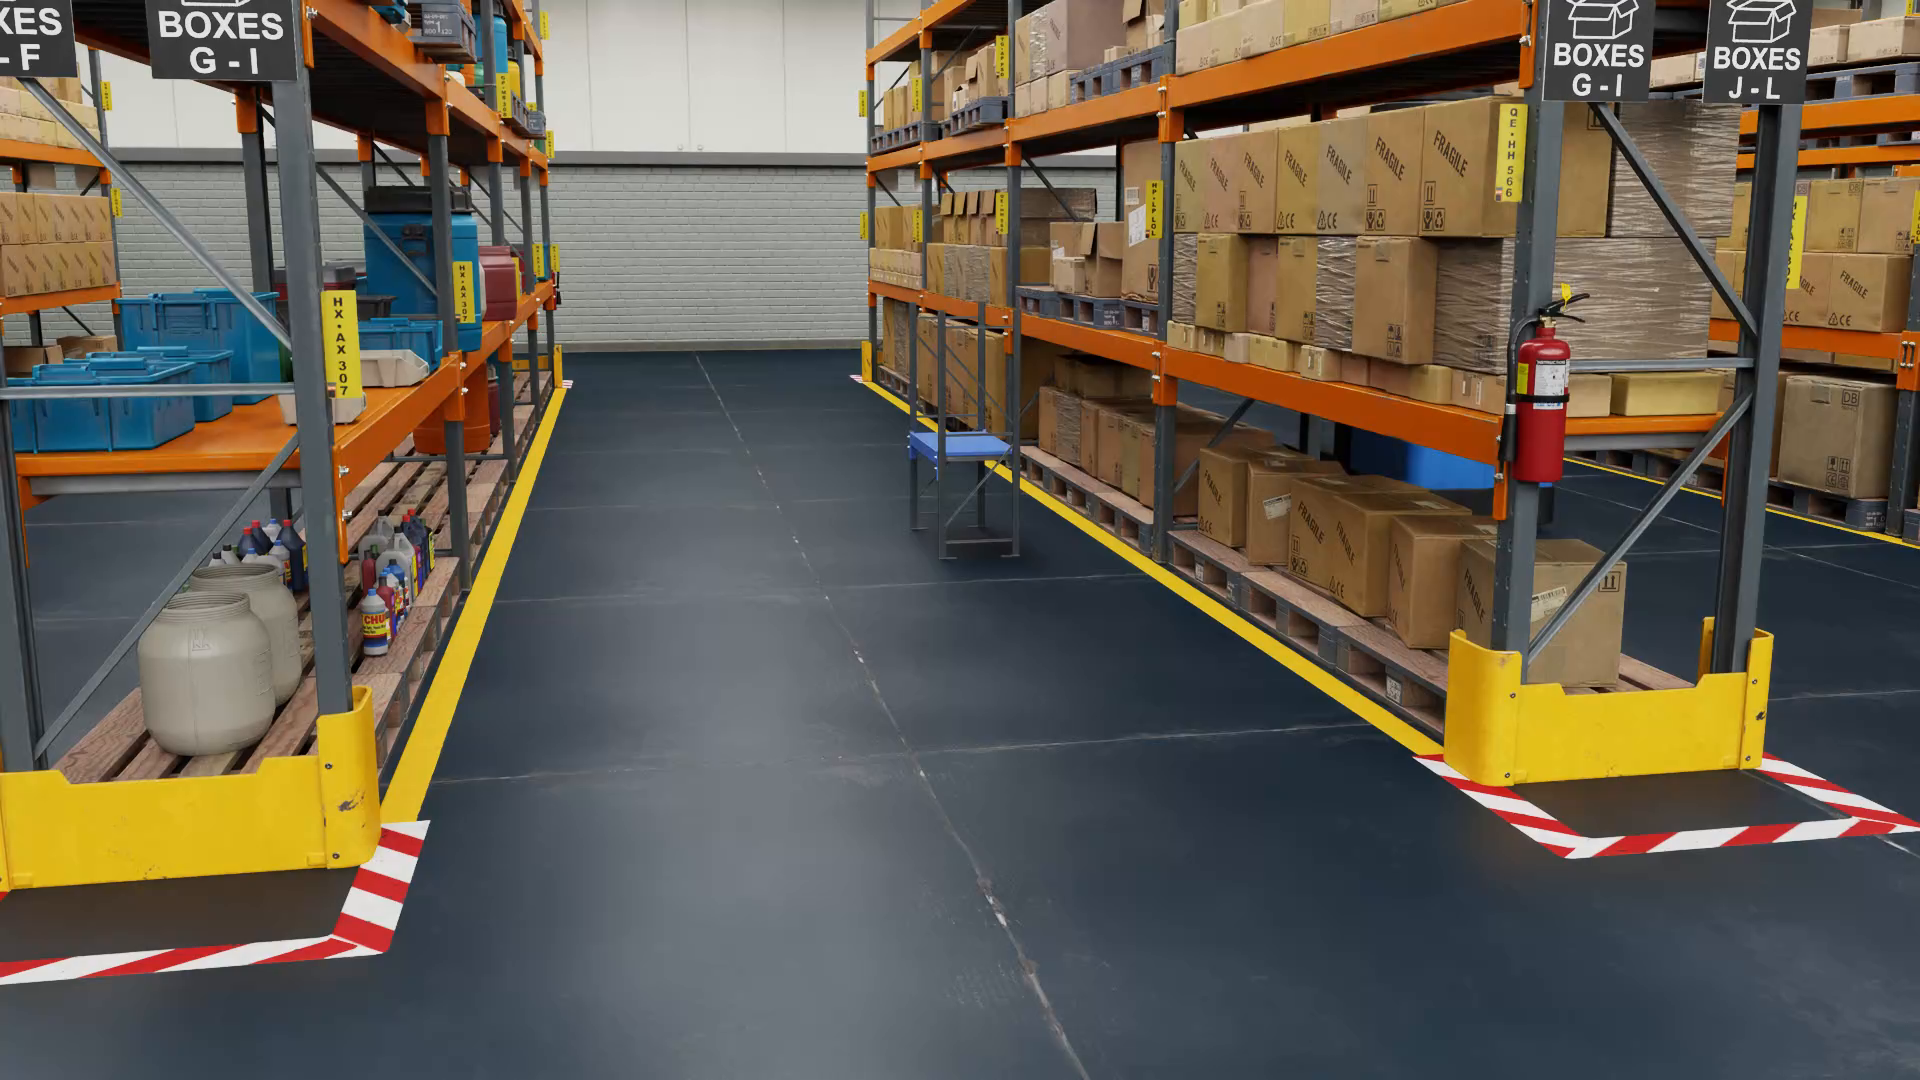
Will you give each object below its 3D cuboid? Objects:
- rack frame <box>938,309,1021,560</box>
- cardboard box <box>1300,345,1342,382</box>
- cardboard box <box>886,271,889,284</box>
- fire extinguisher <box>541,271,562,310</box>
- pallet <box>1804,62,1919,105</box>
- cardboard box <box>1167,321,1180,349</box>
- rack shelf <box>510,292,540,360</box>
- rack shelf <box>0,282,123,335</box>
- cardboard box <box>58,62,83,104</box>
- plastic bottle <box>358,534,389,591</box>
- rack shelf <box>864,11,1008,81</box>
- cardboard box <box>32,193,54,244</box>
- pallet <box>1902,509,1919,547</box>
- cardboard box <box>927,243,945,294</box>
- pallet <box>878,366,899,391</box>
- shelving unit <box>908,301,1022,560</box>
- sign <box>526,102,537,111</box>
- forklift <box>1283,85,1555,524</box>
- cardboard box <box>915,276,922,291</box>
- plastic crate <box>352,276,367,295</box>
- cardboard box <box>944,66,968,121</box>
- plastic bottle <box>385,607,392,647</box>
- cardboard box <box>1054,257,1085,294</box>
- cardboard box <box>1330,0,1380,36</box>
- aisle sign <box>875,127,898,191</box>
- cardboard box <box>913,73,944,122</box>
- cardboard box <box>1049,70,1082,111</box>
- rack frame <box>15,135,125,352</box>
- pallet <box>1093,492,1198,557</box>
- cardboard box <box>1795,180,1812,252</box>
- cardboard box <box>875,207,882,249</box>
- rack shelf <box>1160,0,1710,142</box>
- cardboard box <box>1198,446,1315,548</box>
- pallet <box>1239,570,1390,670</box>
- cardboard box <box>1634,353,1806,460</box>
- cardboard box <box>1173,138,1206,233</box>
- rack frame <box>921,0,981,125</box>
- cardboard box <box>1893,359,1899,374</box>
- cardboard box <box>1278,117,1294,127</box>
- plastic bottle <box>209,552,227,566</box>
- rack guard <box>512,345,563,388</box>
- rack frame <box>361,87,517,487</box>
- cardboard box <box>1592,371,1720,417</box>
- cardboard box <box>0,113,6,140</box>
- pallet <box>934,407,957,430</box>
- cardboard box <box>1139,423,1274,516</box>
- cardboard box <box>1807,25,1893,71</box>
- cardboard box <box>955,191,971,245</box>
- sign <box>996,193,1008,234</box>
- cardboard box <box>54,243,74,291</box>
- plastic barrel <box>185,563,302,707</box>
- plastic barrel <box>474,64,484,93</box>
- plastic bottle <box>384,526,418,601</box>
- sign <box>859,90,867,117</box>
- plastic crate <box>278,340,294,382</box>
[{"bbox_3d":[0.115,-0.628,9.984,0.500,1.500,0.032,-2,11,-11],"label":"rack frame"},{"bbox_3d":[1.786,-0.812,7.611,0.380,0.149,0.250,-2,11,-11],"label":"cardboard box"},{"bbox_3d":[-0.676,-3.117,19.724,0.380,0.149,0.250,-2,11,-12],"label":"cardboard box"},{"bbox_3d":[-5.116,-3.196,20.672,0.296,0.674,0.183,-2,11,-11],"label":"fire extinguisher"},{"bbox_3d":[6.319,-3.060,11.243,0.805,0.209,1.217,-3,11,-13],"label":"pallet"},{"bbox_3d":[1.407,-1.179,9.540,0.380,0.149,0.250,-2,11,-11],"label":"cardboard box"},{"bbox_3d":[-4.365,-1.920,14.684,1.077,0.370,4.000,-2,11,-11],"label":"rack shelf"},{"bbox_3d":[-10.002,-2.474,17.595,1.077,0.370,4.000,-2,11,-11],"label":"rack shelf"},{"bbox_3d":[-10.276,-5.114,18.580,0.700,0.500,0.500,-2,11,-11],"label":"cardboard box"},{"bbox_3d":[-2.893,0.102,8.245,0.152,0.276,0.135,-2,11,-11],"label":"plastic bottle"},{"bbox_3d":[-0.285,-5.584,18.961,1.077,0.370,4.000,-2,11,-11],"label":"rack shelf"},{"bbox_3d":[-9.629,-3.286,16.998,0.500,0.500,0.500,-2,11,-13],"label":"cardboard box"},{"bbox_3d":[6.616,-0.002,10.144,1.003,0.211,1.213,-2,11,-11],"label":"pallet"},{"bbox_3d":[-0.051,-2.776,16.989,0.500,0.500,0.500,-2,11,-11],"label":"cardboard box"},{"bbox_3d":[-0.441,-2.040,20.849,1.003,0.211,1.213,-2,11,-11],"label":"pallet"},{"bbox_3d":[0.017,-0.721,10.474,0.538,1.500,1.048,-2,11,-11],"label":"shelving unit"},{"bbox_3d":[-4.214,-4.137,16.366,0.100,0.325,0.005,-2,11,-11],"label":"sign"},{"bbox_3d":[3.197,-1.745,12.028,1.130,2.935,3.031,-1,11,-8],"label":"forklift"},{"bbox_3d":[-0.276,-2.741,17.745,0.380,0.149,0.250,-2,11,-11],"label":"cardboard box"},{"bbox_3d":[-3.718,-1.356,9.840,0.392,0.384,0.575,-2,11,-11],"label":"plastic crate"},{"bbox_3d":[0.227,-4.443,16.604,0.700,0.500,0.500,-2,11,-10],"label":"cardboard box"},{"bbox_3d":[-2.487,0.357,7.107,0.097,0.201,0.097,0,11,0],"label":"plastic bottle"},{"bbox_3d":[0.983,-1.903,11.951,0.500,0.250,0.500,-2,11,-13],"label":"cardboard box"},{"bbox_3d":[1.904,-2.284,7.052,0.500,0.250,0.500,-2,11,-10],"label":"cardboard box"},{"bbox_3d":[-0.982,-4.833,21.113,0.394,0.787,0.004,-2,11,-11],"label":"aisle sign"},{"bbox_3d":[-0.107,-4.739,17.894,0.700,0.500,0.500,-3,11,-14],"label":"cardboard box"},{"bbox_3d":[0.933,-3.203,11.879,0.500,0.250,0.500,-2,11,-10],"label":"cardboard box"},{"bbox_3d":[-10.391,-3.194,19.455,1.000,3.000,0.127,-2,11,-11],"label":"rack frame"},{"bbox_3d":[1.507,-0.126,10.792,1.003,0.211,1.213,-2,11,-11],"label":"pallet"},{"bbox_3d":[6.243,-2.333,11.988,0.700,0.500,0.500,-2,11,-11],"label":"cardboard box"},{"bbox_3d":[-0.748,-3.805,20.264,0.500,0.500,0.500,-2,11,-12],"label":"cardboard box"},{"bbox_3d":[2.049,-2.106,7.641,1.077,0.370,4.000,-2,11,-11],"label":"rack shelf"},{"bbox_3d":[1.699,-0.256,9.582,0.500,0.500,0.500,-2,11,-13],"label":"cardboard box"},{"bbox_3d":[2.066,0.363,8.223,1.003,0.211,1.213,-2,11,-11],"label":"pallet"},{"bbox_3d":[5.971,-1.074,13.211,1.050,0.750,0.750,-2,11,-10],"label":"cardboard box"},{"bbox_3d":[1.499,-1.947,9.168,0.500,0.500,0.500,-2,11,-11],"label":"cardboard box"},{"bbox_3d":[0.104,-5.767,16.929,1.000,3.000,0.127,-2,11,-11],"label":"rack frame"},{"bbox_3d":[10.381,-1.903,17.230,0.875,0.875,0.875,-2,11,-10],"label":"cardboard box"},{"bbox_3d":[4.231,-5.082,20.417,0.500,0.250,0.500,-2,11,-10],"label":"cardboard box"},{"bbox_3d":[-3.293,0.222,7.413,0.144,0.351,0.185,-2,11,-9],"label":"plastic bottle"},{"bbox_3d":[-5.549,-2.149,20.652,1.175,0.500,0.348,-2,11,-11],"label":"rack guard"},{"bbox_3d":[-3.976,-1.906,12.689,1.000,3.000,0.127,-2,11,-11],"label":"rack frame"},{"bbox_3d":[2.617,-0.557,6.270,0.380,0.149,0.250,-2,11,-11],"label":"cardboard box"},{"bbox_3d":[-9.465,-3.958,15.850,0.500,0.250,0.500,-2,11,-11],"label":"cardboard box"},{"bbox_3d":[0.328,-1.311,17.021,1.003,0.211,1.213,-2,11,-11],"label":"pallet"},{"bbox_3d":[1.562,-0.454,10.569,0.700,0.500,0.500,-3,11,-15],"label":"cardboard box"},{"bbox_3d":[6.089,-3.388,11.464,0.500,0.250,0.500,-2,11,-11],"label":"cardboard box"},{"bbox_3d":[0.359,-3.119,16.109,0.797,0.503,0.637,-2,11,-10],"label":"cardboard box"},{"bbox_3d":[0.339,-2.634,13.418,0.100,0.325,0.005,-2,11,-11],"label":"sign"},{"bbox_3d":[-9.743,-2.892,17.600,0.500,0.500,0.500,-2,11,-12],"label":"cardboard box"},{"bbox_3d":[-2.721,0.367,6.276,0.421,0.512,0.421,0,11,0],"label":"plastic barrel"},{"bbox_3d":[-3.957,-3.712,13.449,0.294,0.245,0.294,0,11,0],"label":"plastic barrel"},{"bbox_3d":[-2.690,0.115,7.980,0.144,0.351,0.185,-2,11,-11],"label":"plastic bottle"},{"bbox_3d":[-1.219,-5.476,20.874,0.100,0.325,0.005,-2,11,-11],"label":"sign"},{"bbox_3d":[-3.211,-0.809,7.493,0.450,0.188,0.662,-2,11,-11],"label":"plastic crate"}]
